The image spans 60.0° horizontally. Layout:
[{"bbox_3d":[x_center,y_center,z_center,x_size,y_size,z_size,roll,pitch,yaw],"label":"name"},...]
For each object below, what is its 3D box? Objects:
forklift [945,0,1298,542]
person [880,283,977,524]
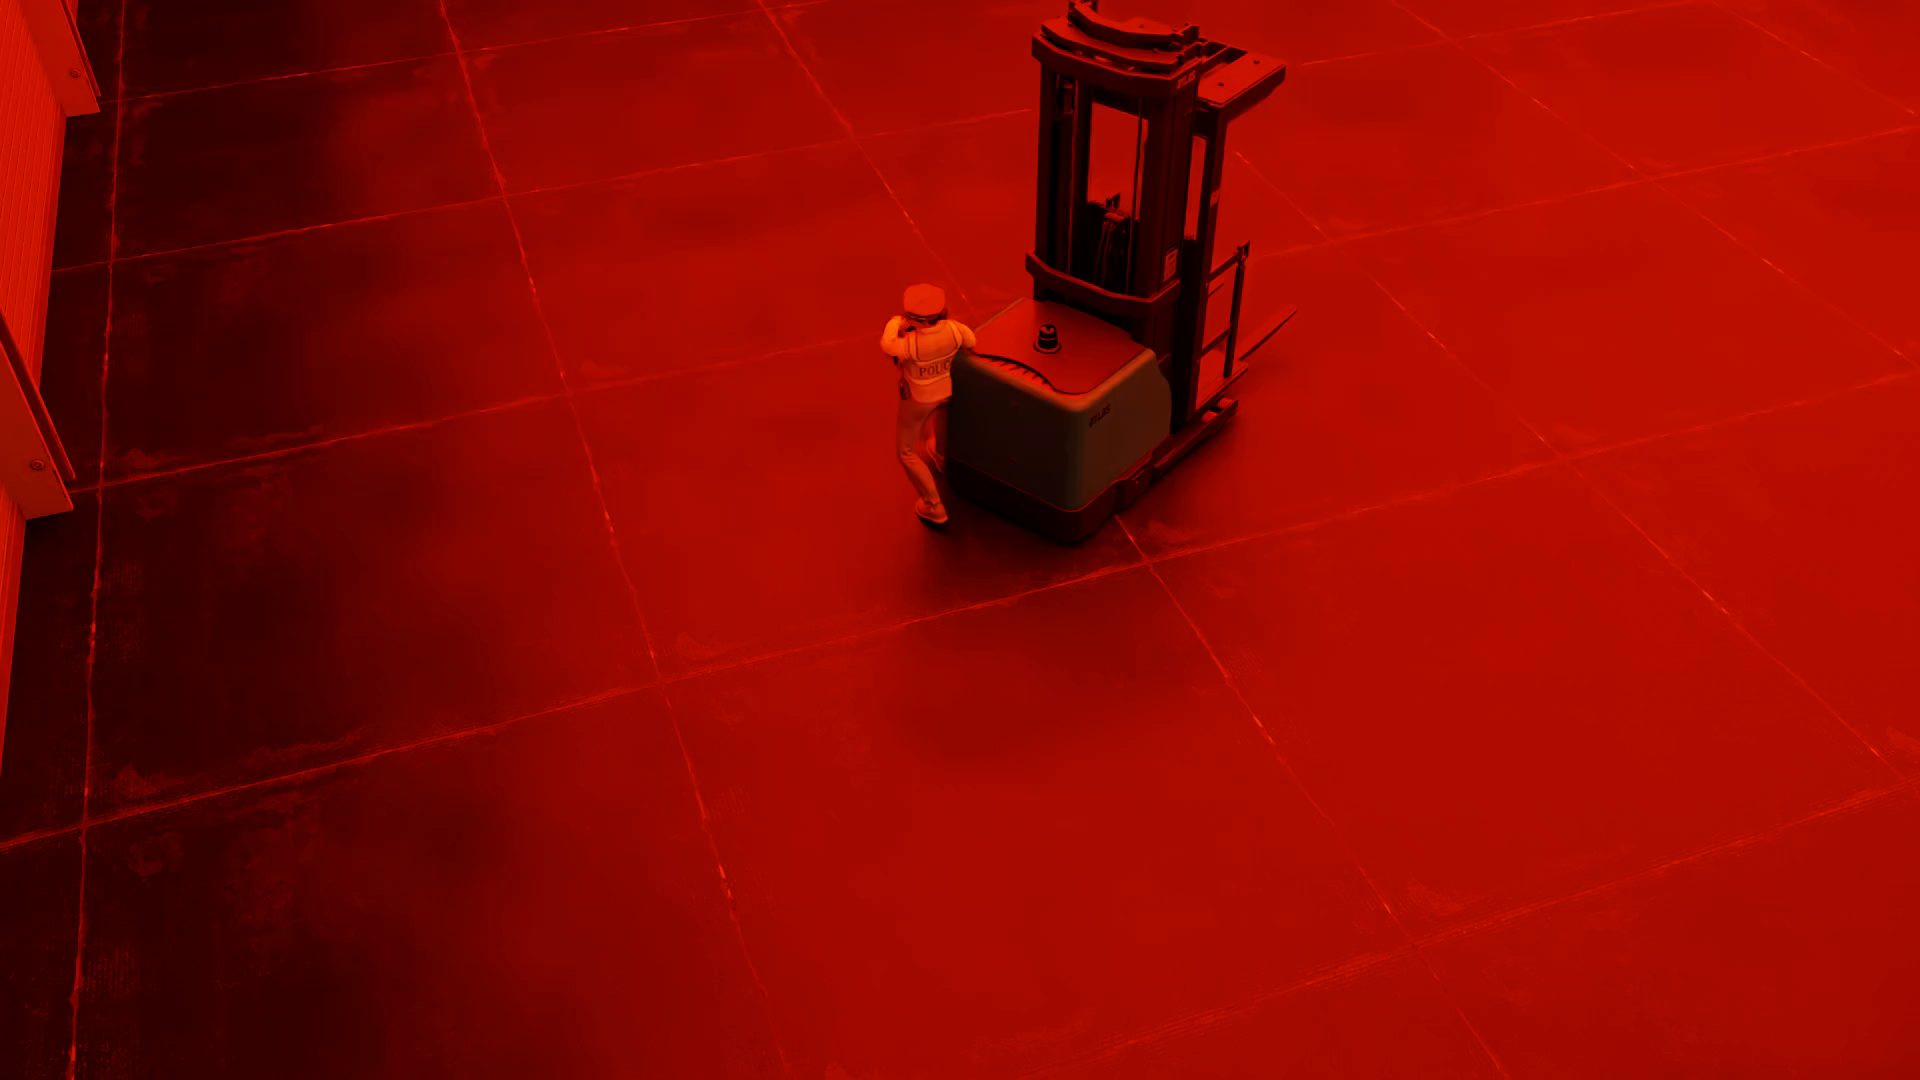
[{"bbox_3d":[1.218,-1.997,10.374,1.130,2.935,3.031,27,47,29],"label":"forklift"},{"bbox_3d":[-0.149,-0.963,10.223,0.713,1.556,0.841,-28,47,-29],"label":"person"}]
